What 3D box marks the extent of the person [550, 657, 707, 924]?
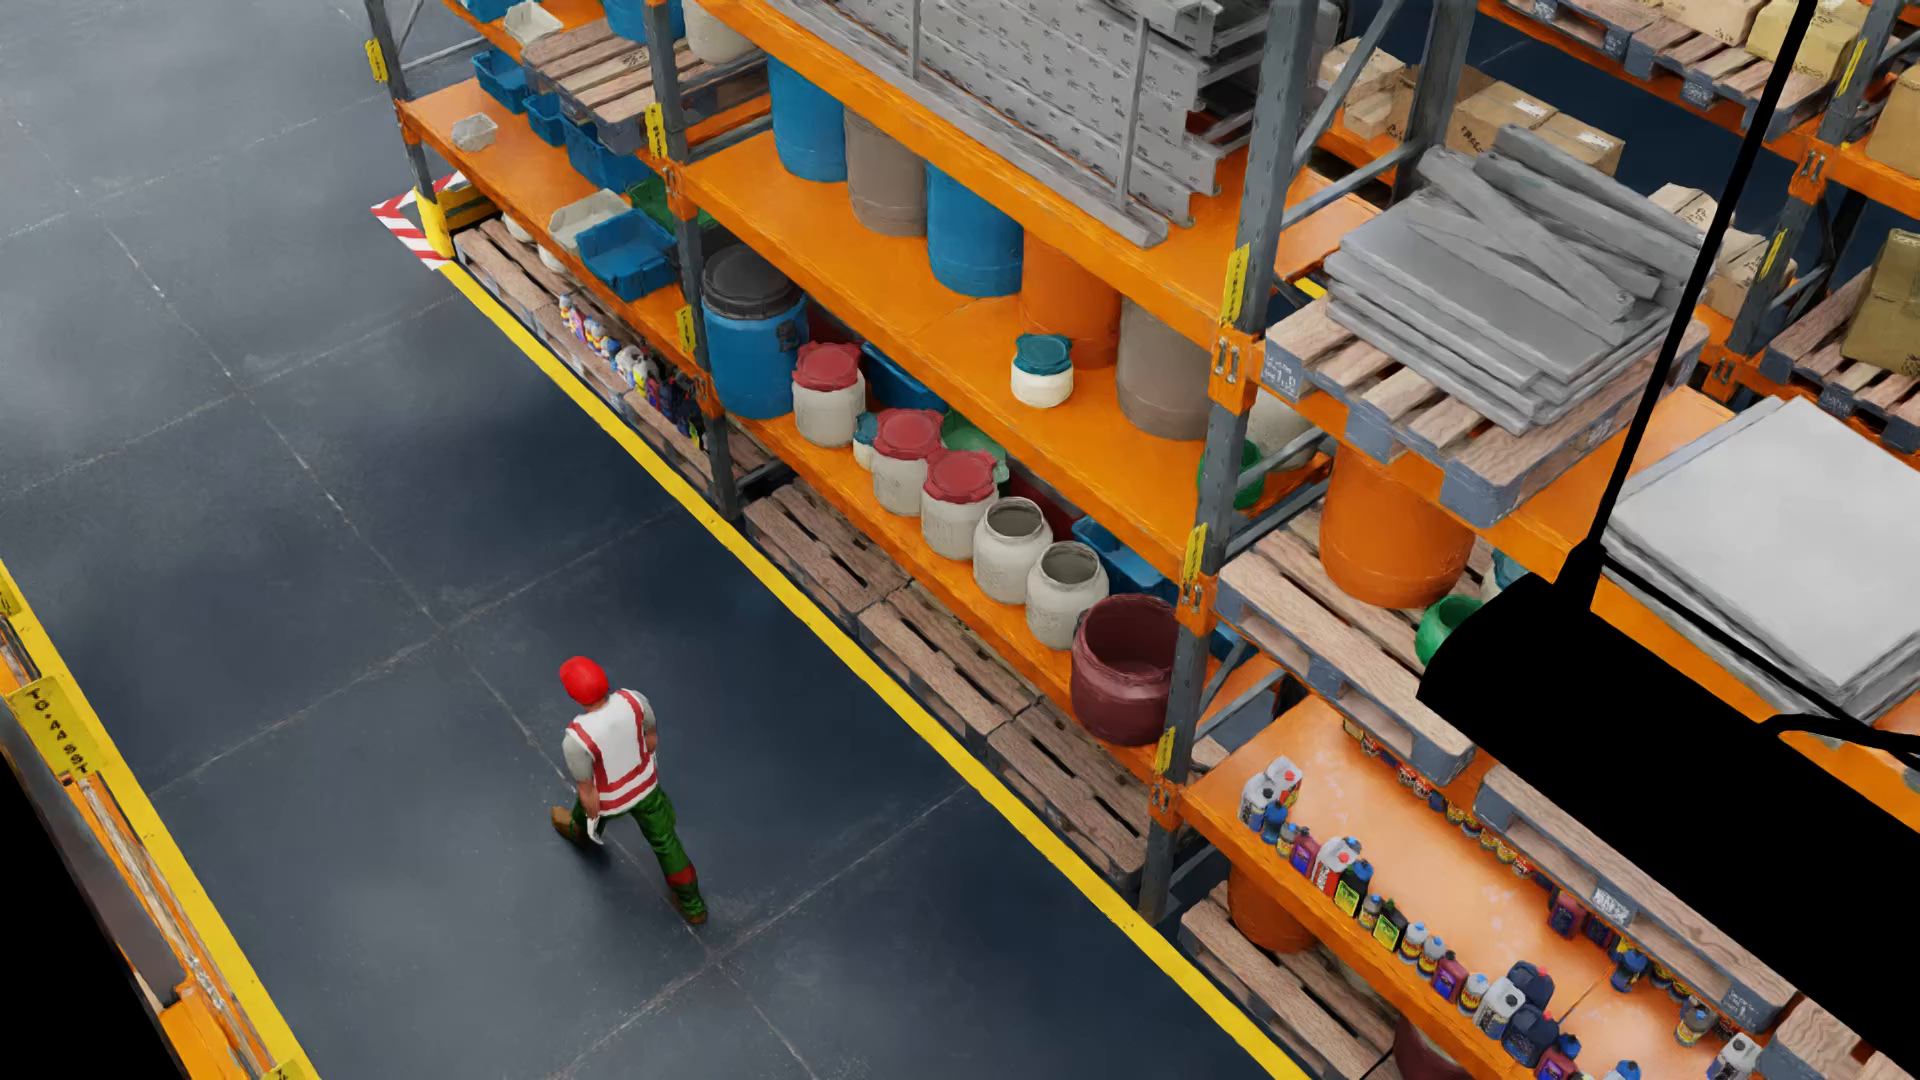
[{"bbox_3d":[-1.803,1.213,8.625,0.557,1.704,1.114,-33,55,-27],"label":"person"}]
